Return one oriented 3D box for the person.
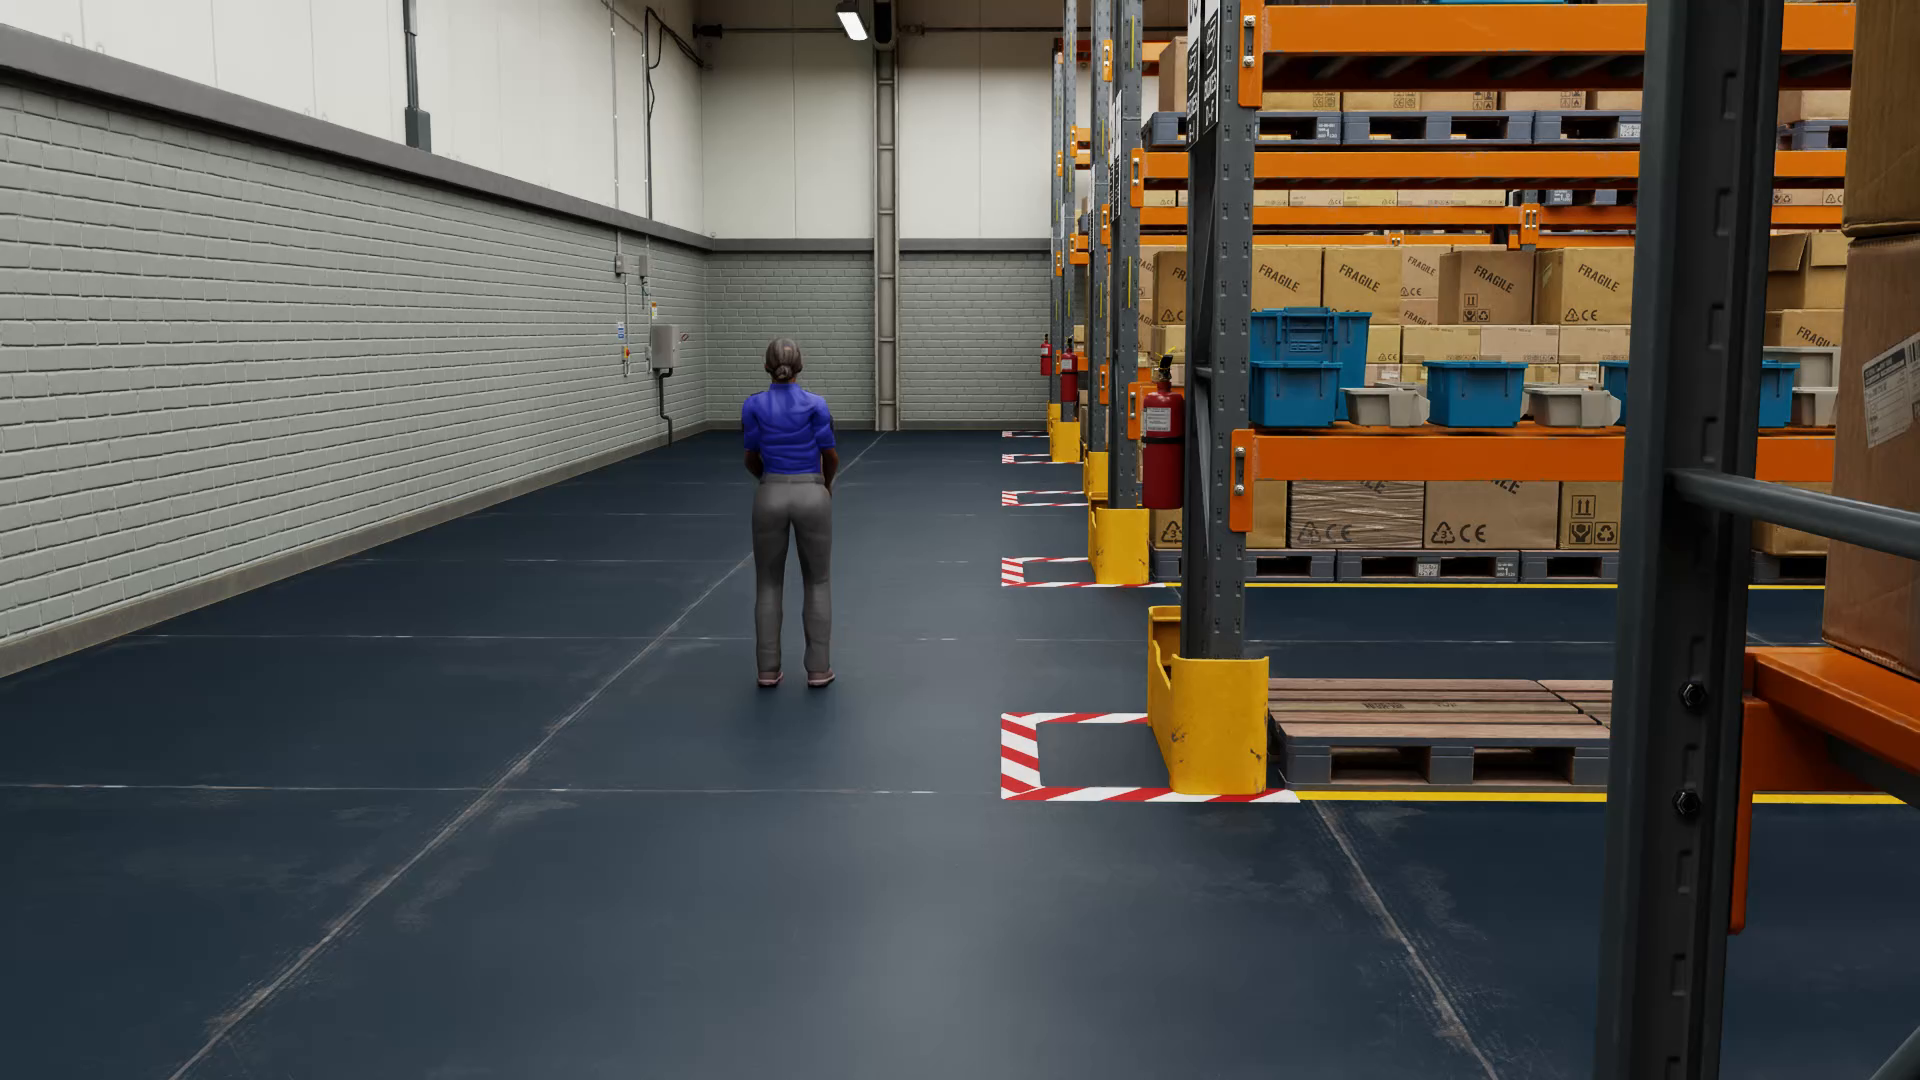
[{"bbox_3d":[-0.795,-0.141,7.928,0.449,1.645,0.515,0,7,1],"label":"person"}]
